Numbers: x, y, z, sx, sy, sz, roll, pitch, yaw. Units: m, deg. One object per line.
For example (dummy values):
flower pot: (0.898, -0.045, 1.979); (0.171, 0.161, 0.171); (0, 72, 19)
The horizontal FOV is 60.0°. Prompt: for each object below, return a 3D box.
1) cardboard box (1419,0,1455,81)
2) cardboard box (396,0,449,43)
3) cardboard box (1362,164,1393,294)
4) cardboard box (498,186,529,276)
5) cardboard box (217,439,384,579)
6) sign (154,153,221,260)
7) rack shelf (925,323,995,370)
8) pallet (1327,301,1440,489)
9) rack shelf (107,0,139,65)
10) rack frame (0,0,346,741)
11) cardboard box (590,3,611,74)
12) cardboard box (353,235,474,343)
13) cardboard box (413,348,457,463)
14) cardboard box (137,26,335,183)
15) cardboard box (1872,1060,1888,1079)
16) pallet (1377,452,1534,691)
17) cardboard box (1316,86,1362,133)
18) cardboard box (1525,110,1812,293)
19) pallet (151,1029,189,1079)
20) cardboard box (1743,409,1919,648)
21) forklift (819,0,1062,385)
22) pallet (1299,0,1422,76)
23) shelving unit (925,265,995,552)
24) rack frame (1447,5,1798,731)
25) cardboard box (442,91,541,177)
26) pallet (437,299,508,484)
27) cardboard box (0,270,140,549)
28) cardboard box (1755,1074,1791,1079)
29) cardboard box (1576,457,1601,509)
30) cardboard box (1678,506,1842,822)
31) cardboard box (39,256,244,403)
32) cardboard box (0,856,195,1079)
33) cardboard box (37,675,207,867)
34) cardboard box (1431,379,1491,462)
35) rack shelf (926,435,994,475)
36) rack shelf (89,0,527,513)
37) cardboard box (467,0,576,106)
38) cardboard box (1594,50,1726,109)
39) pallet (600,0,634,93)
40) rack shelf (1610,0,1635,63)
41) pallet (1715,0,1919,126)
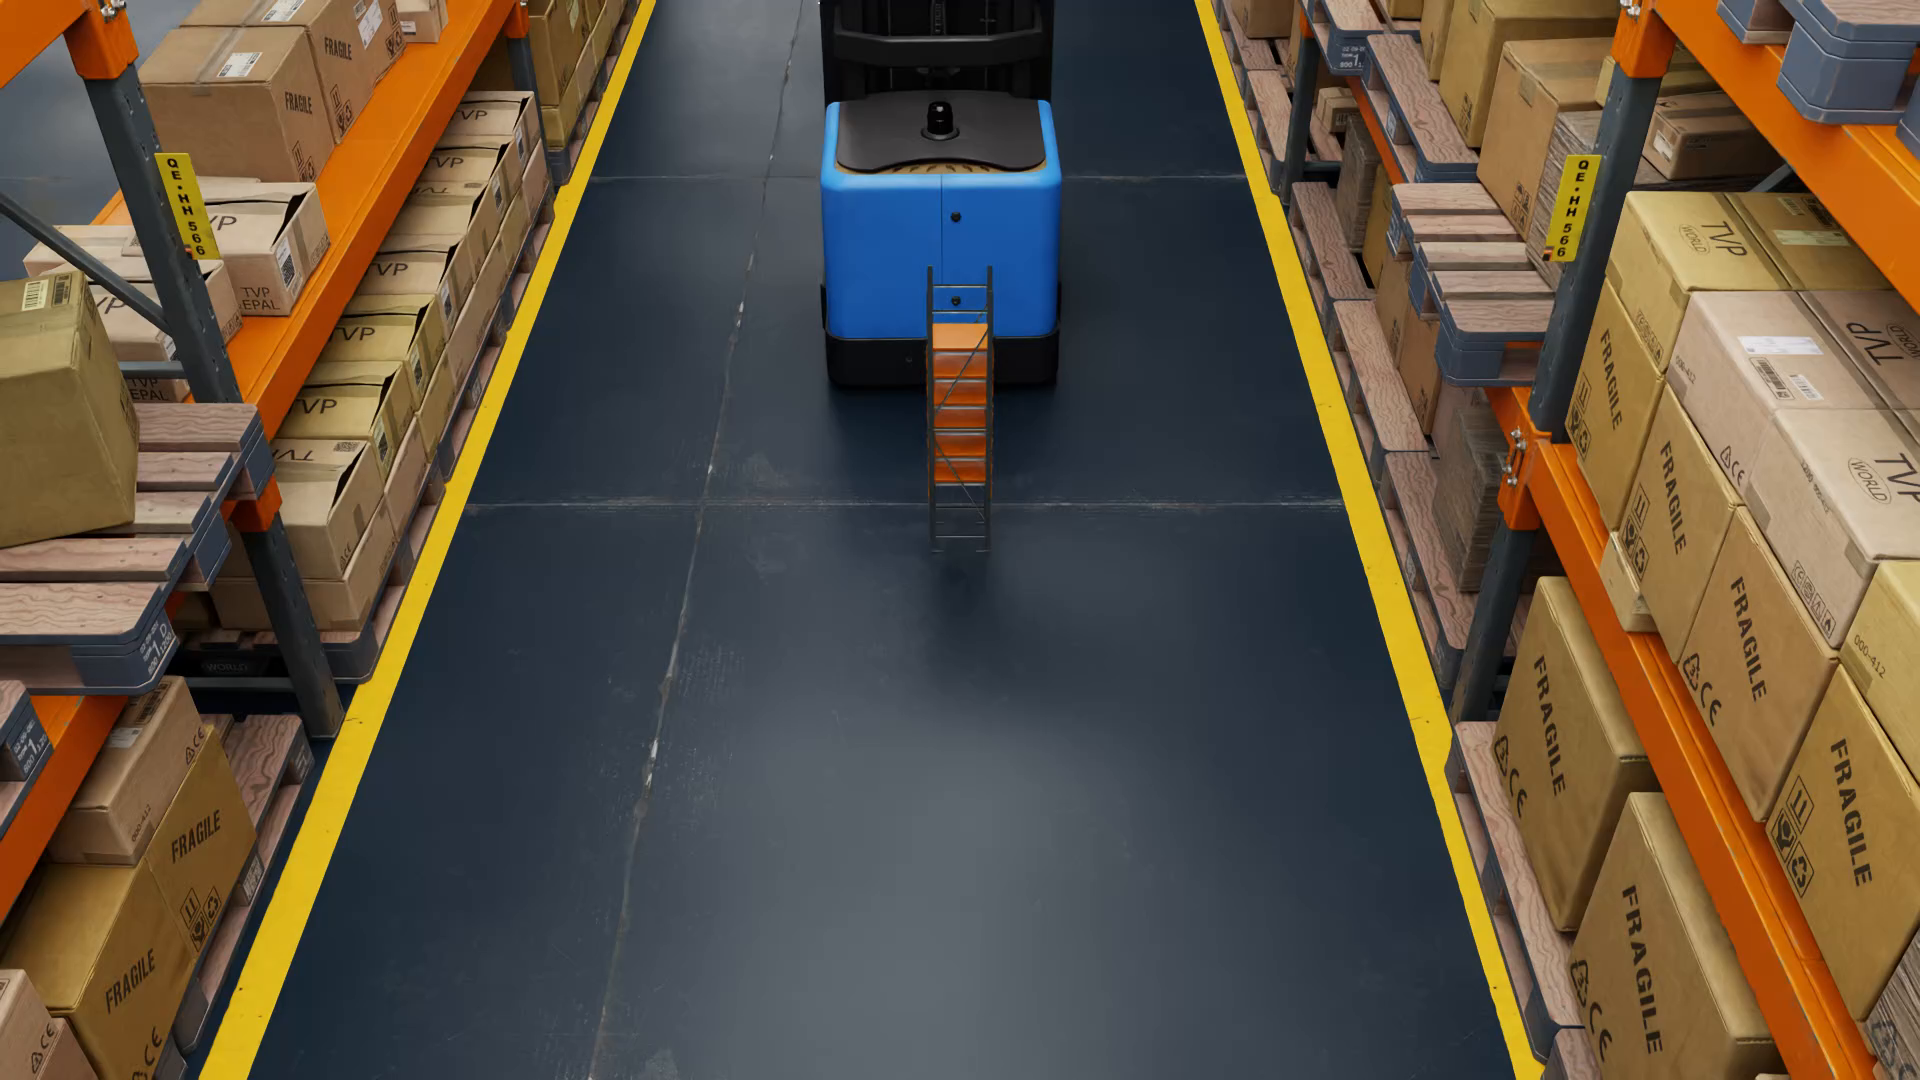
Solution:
cardboard box: (2.238, -2.141, 6.591); (0.700, 0.500, 0.500); (5, 39, 6)
cardboard box: (-2.523, -2.401, 7.455); (0.396, 0.266, 0.258); (-1, 39, -1)
cardboard box: (2.315, -1.422, 7.773); (0.700, 0.500, 0.500); (-1, 39, -1)
cardboard box: (-2.418, -1.519, 8.110); (0.500, 0.250, 0.500); (-1, 39, -1)
cardboard box: (-2.410, -0.140, 5.940); (0.500, 0.311, 0.500); (1, 39, 1)
sign: (-2.160, -0.929, 4.648); (0.100, 0.325, 0.005); (0, 39, 0)
rack shelf: (0.000, -0.724, 6.189); (0.258, 0.103, 0.180); (0, 39, 0)
pallet: (2.253, -0.670, 7.417); (1.003, 0.211, 1.213); (0, 39, 0)
rack shelf: (-2.705, -2.643, 5.826); (1.077, 0.370, 4.000); (0, 39, 0)
rack frame: (-2.703, -0.502, 4.978); (1.000, 3.000, 0.127); (0, 39, 0)
cardboard box: (-2.396, -3.010, 9.970); (0.500, 0.250, 0.500); (0, 39, 0)
cardboard box: (-2.418, -1.109, 7.149); (0.500, 0.311, 0.500); (0, 39, -1)
cardboard box: (-2.418, -0.560, 6.913); (0.500, 0.250, 0.500); (-1, 39, -1)
cardboard box: (-2.721, -1.590, 6.256); (0.500, 0.500, 0.500); (-2, 39, -2)
cardboard box: (2.014, 1.078, 3.191); (0.380, 0.149, 0.250); (-1, 39, -1)
pallet: (2.251, 0.091, 6.467); (1.003, 0.211, 1.213); (0, 39, 0)
cardboard box: (2.216, -2.410, 9.273); (0.380, 0.166, 0.250); (-5, 39, -6)
cardboard box: (2.240, -1.013, 5.183); (0.700, 0.500, 0.500); (-4, 39, -5)
pallet: (-2.741, 1.814, 4.318); (1.003, 0.211, 1.213); (0, 39, 0)
cardboard box: (1.999, -0.031, 3.456); (0.500, 0.250, 0.500); (0, 39, 0)
forklift: (-0.113, -2.738, 7.823); (1.130, 2.935, 3.031); (-1, 39, -1)
pallet: (2.102, -2.457, 7.570); (1.003, 0.211, 1.213); (0, 39, 0)
shelving unit: (0.000, -0.477, 6.386); (0.258, 1.200, 0.189); (0, 39, 0)
rack frame: (2.251, -0.508, 4.985); (1.000, 3.000, 0.127); (0, 39, 0)
cardboard box: (-2.420, -2.060, 8.337); (0.500, 0.311, 0.500); (0, 39, 0)
pallet: (-2.663, -0.690, 7.442); (1.003, 0.211, 1.213); (0, 39, 0)
cardboard box: (-2.589, -0.311, 4.324); (0.700, 0.500, 0.500); (-12, 40, -15)
cardboard box: (2.121, 1.706, 3.606); (0.750, 0.750, 0.750); (1, 39, 1)
cardboard box: (2.020, -0.212, 4.801); (0.380, 0.149, 0.250); (-1, 39, -1)
cardboard box: (1.986, 0.271, 3.680); (0.500, 0.500, 0.500); (0, 39, 0)
cardboard box: (-2.660, -0.695, 5.290); (0.500, 0.311, 0.500); (2, 39, 3)
cardboard box: (-2.467, 1.210, 4.489); (0.500, 0.500, 0.500); (-1, 39, -2)
cardboard box: (-2.463, 0.629, 4.614); (0.500, 0.250, 0.500); (1, 39, 2)
cardboard box: (2.314, -0.477, 6.593); (0.700, 0.500, 0.500); (0, 39, 0)
rack shelf: (0.000, -0.349, 6.489); (0.258, 0.103, 0.180); (0, 39, 0)
rack shelf: (-2.705, -1.472, 6.764); (1.077, 0.370, 4.000); (0, 39, 0)
cardboard box: (-2.395, -2.677, 8.956); (0.500, 0.500, 0.500); (0, 39, 0)
cardboard box: (2.205, -1.389, 5.134); (0.380, 0.149, 0.250); (-6, 39, -8)
pallet: (-2.671, -3.178, 10.546); (1.003, 0.211, 1.213); (0, 39, 0)
rack shelf: (2.249, -2.649, 5.833); (1.077, 0.370, 4.000); (0, 39, 0)
pallet: (2.305, -1.202, 3.604); (1.213, 0.211, 1.003); (2, 39, 2)
